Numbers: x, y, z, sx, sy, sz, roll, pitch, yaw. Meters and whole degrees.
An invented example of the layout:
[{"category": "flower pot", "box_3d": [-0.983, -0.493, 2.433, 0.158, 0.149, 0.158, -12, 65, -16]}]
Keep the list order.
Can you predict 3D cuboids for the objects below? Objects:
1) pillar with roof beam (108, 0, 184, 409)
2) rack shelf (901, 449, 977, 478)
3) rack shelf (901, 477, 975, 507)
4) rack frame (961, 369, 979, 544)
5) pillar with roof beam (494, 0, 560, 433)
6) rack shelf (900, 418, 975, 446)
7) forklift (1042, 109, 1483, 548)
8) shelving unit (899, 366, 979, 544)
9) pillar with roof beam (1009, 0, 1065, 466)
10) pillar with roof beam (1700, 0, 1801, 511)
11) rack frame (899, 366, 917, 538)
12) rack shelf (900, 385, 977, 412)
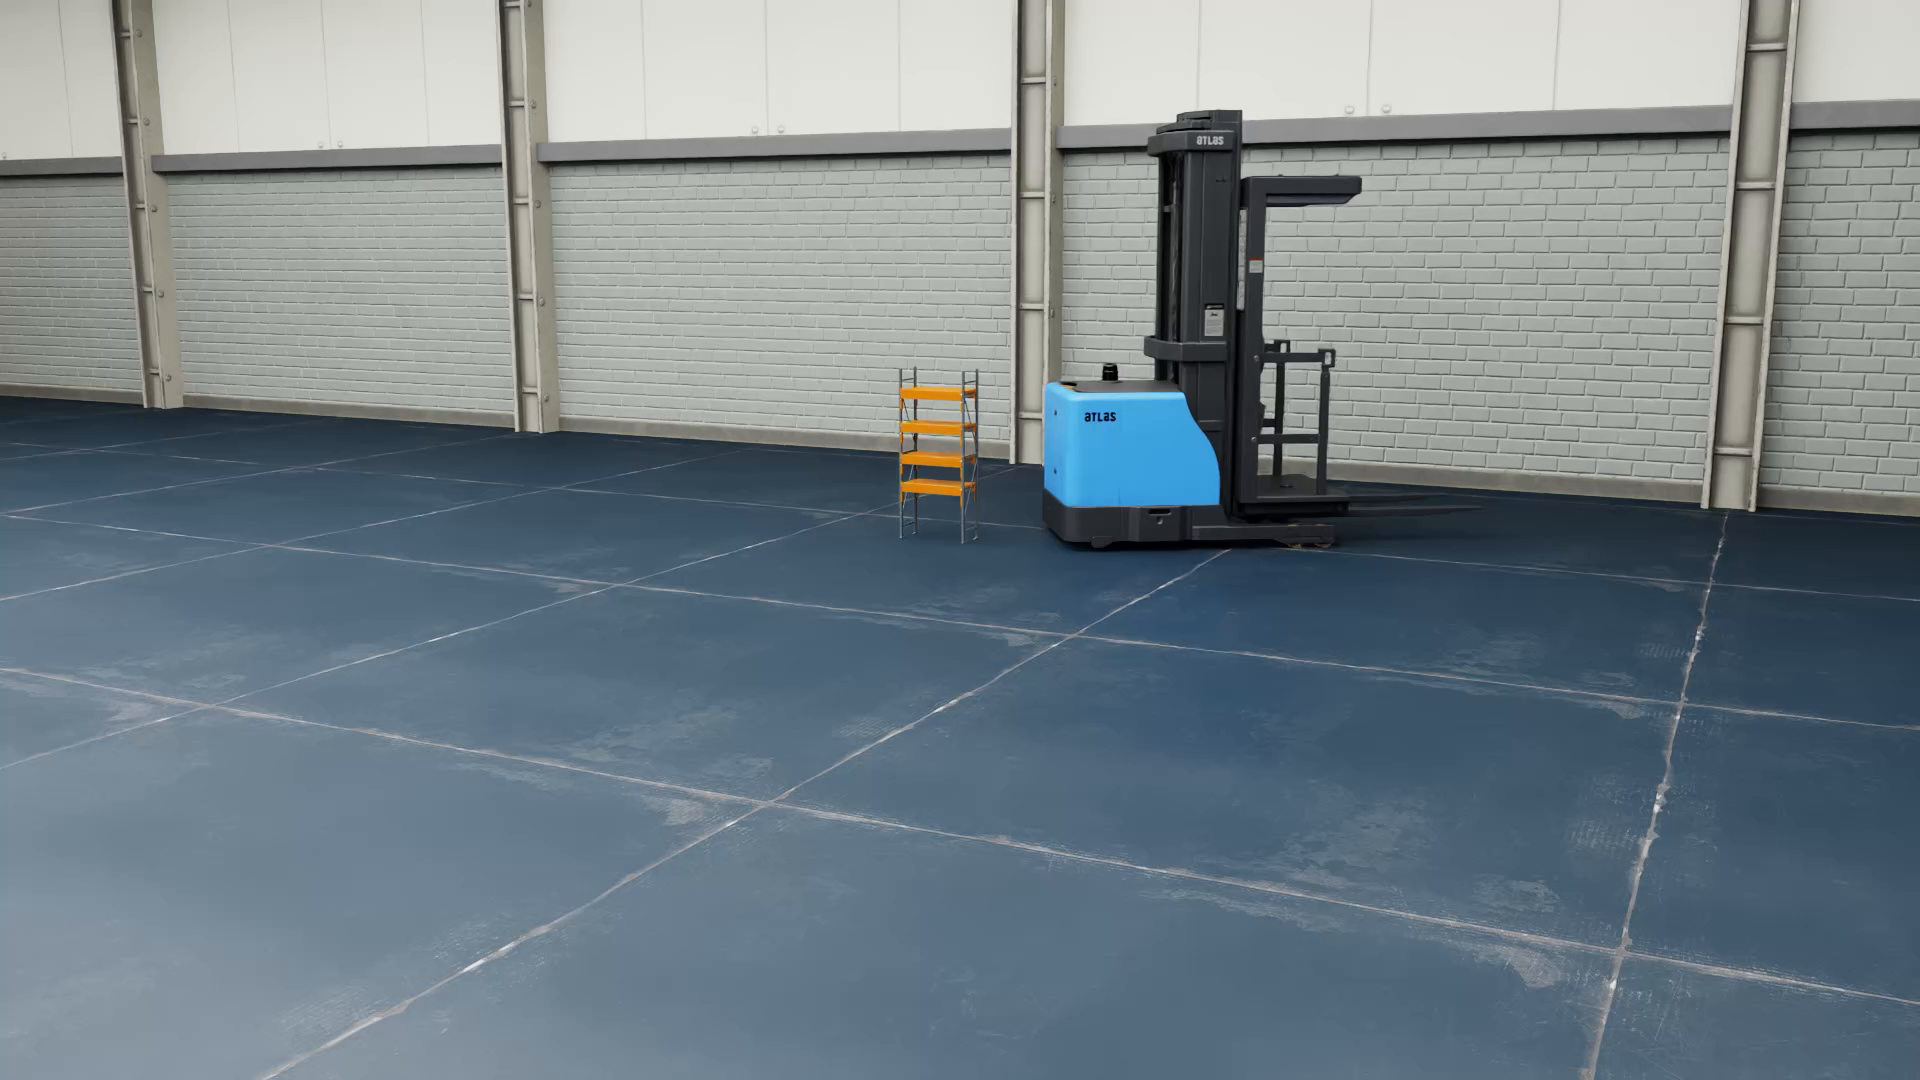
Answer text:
[{"category": "pillar with roof beam", "box_3d": [-11.955, -5.421, 16.413, 0.400, 9.000, 9.100, 5, 11, 26]}, {"category": "rack shelf", "box_3d": [-0.148, -0.537, 11.707, 0.480, 0.148, 0.258, 5, 11, 26]}, {"category": "rack shelf", "box_3d": [-0.148, -0.342, 11.743, 0.480, 0.148, 0.258, 5, 11, 26]}, {"category": "rack frame", "box_3d": [0.070, -0.584, 11.589, 0.015, 1.200, 0.240, 5, 11, 26]}, {"category": "pillar with roof beam", "box_3d": [-6.574, -4.948, 13.801, 0.400, 9.000, 9.100, 5, 11, 26]}, {"category": "rack shelf", "box_3d": [-0.148, -0.757, 11.668, 0.480, 0.148, 0.258, 5, 11, 26]}, {"category": "forklift", "box_3d": [2.155, -1.478, 11.665, 3.031, 2.935, 1.130, -1, 10, -7]}, {"category": "shelving unit", "box_3d": [-0.148, -0.603, 11.695, 0.503, 1.200, 0.258, 5, 11, 26]}, {"category": "pillar with roof beam", "box_3d": [-1.194, -4.475, 11.188, 0.400, 9.000, 9.100, 5, 11, 26]}, {"category": "pillar with roof beam", "box_3d": [4.187, -4.002, 8.576, 0.400, 9.000, 9.100, 5, 11, 26]}, {"category": "rack frame", "box_3d": [-0.367, -0.623, 11.802, 0.015, 1.200, 0.240, 5, 11, 26]}, {"category": "rack shelf", "box_3d": [-0.148, -0.990, 11.625, 0.480, 0.148, 0.258, 5, 11, 26]}]
